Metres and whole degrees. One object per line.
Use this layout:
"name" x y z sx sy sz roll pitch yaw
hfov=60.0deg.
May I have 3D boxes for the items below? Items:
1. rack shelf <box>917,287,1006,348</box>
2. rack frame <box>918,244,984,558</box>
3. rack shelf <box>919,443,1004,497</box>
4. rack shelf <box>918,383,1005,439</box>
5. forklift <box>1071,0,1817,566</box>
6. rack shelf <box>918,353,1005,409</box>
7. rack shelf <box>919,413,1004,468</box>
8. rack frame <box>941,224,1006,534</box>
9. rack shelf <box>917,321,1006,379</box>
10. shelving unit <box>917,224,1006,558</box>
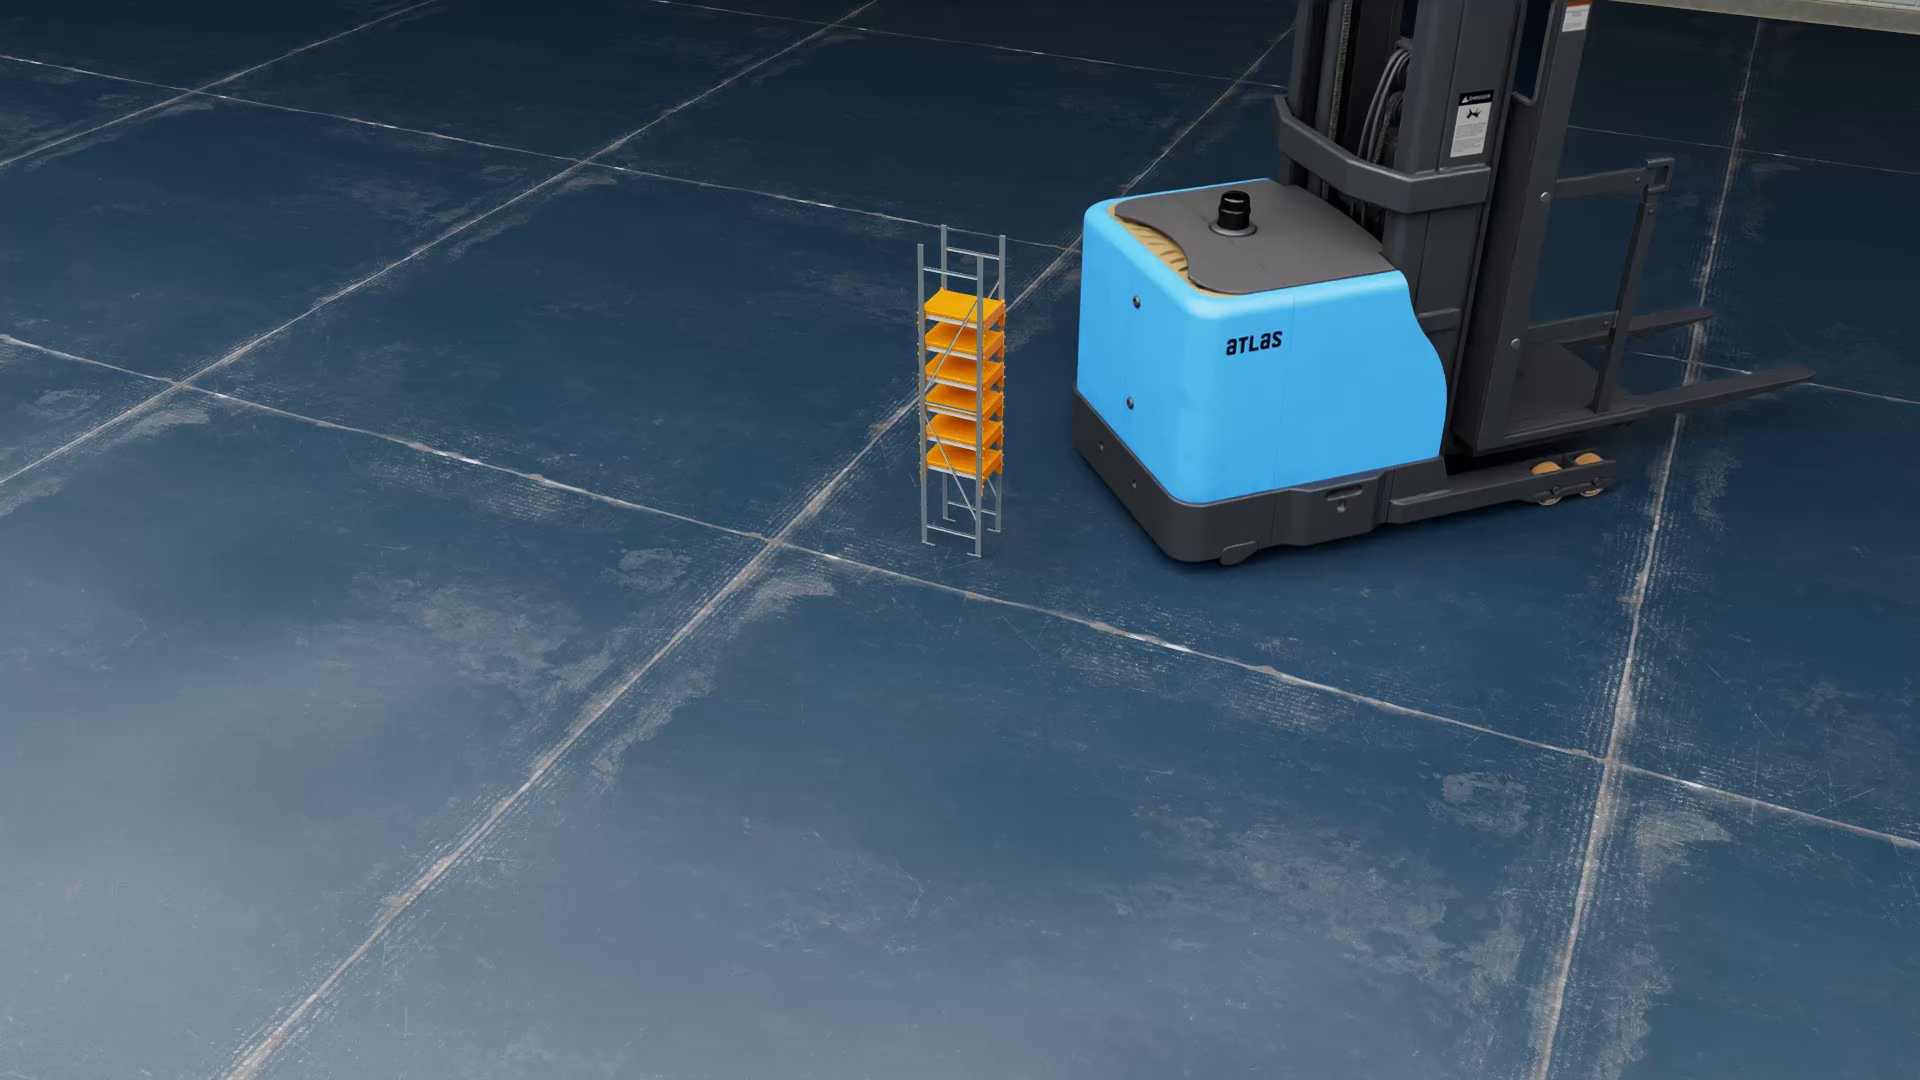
"rack shelf" 0.006 -0.773 5.759 0.258 0.103 0.180 14 36 20
"rack frame" -0.032 -0.463 5.862 0.240 1.200 0.006 14 36 20
"rack shelf" 0.006 -0.271 6.088 0.258 0.103 0.180 14 36 20
"rack shelf" 0.006 -0.472 5.956 0.258 0.103 0.180 14 36 20
"forklift" 2.023 -1.621 6.049 3.031 2.935 1.130 -11 35 -17
"rack shelf" 0.006 -0.572 5.891 0.258 0.103 0.180 14 36 20
"rack shelf" 0.006 -0.371 6.022 0.258 0.103 0.180 14 36 20
"rack frame" 0.044 -0.555 6.001 0.240 1.200 0.006 14 36 20
"rack shelf" 0.006 -0.673 5.825 0.258 0.103 0.180 14 36 20
"shelving unit" 0.006 -0.509 5.932 0.258 1.200 0.189 14 36 20
